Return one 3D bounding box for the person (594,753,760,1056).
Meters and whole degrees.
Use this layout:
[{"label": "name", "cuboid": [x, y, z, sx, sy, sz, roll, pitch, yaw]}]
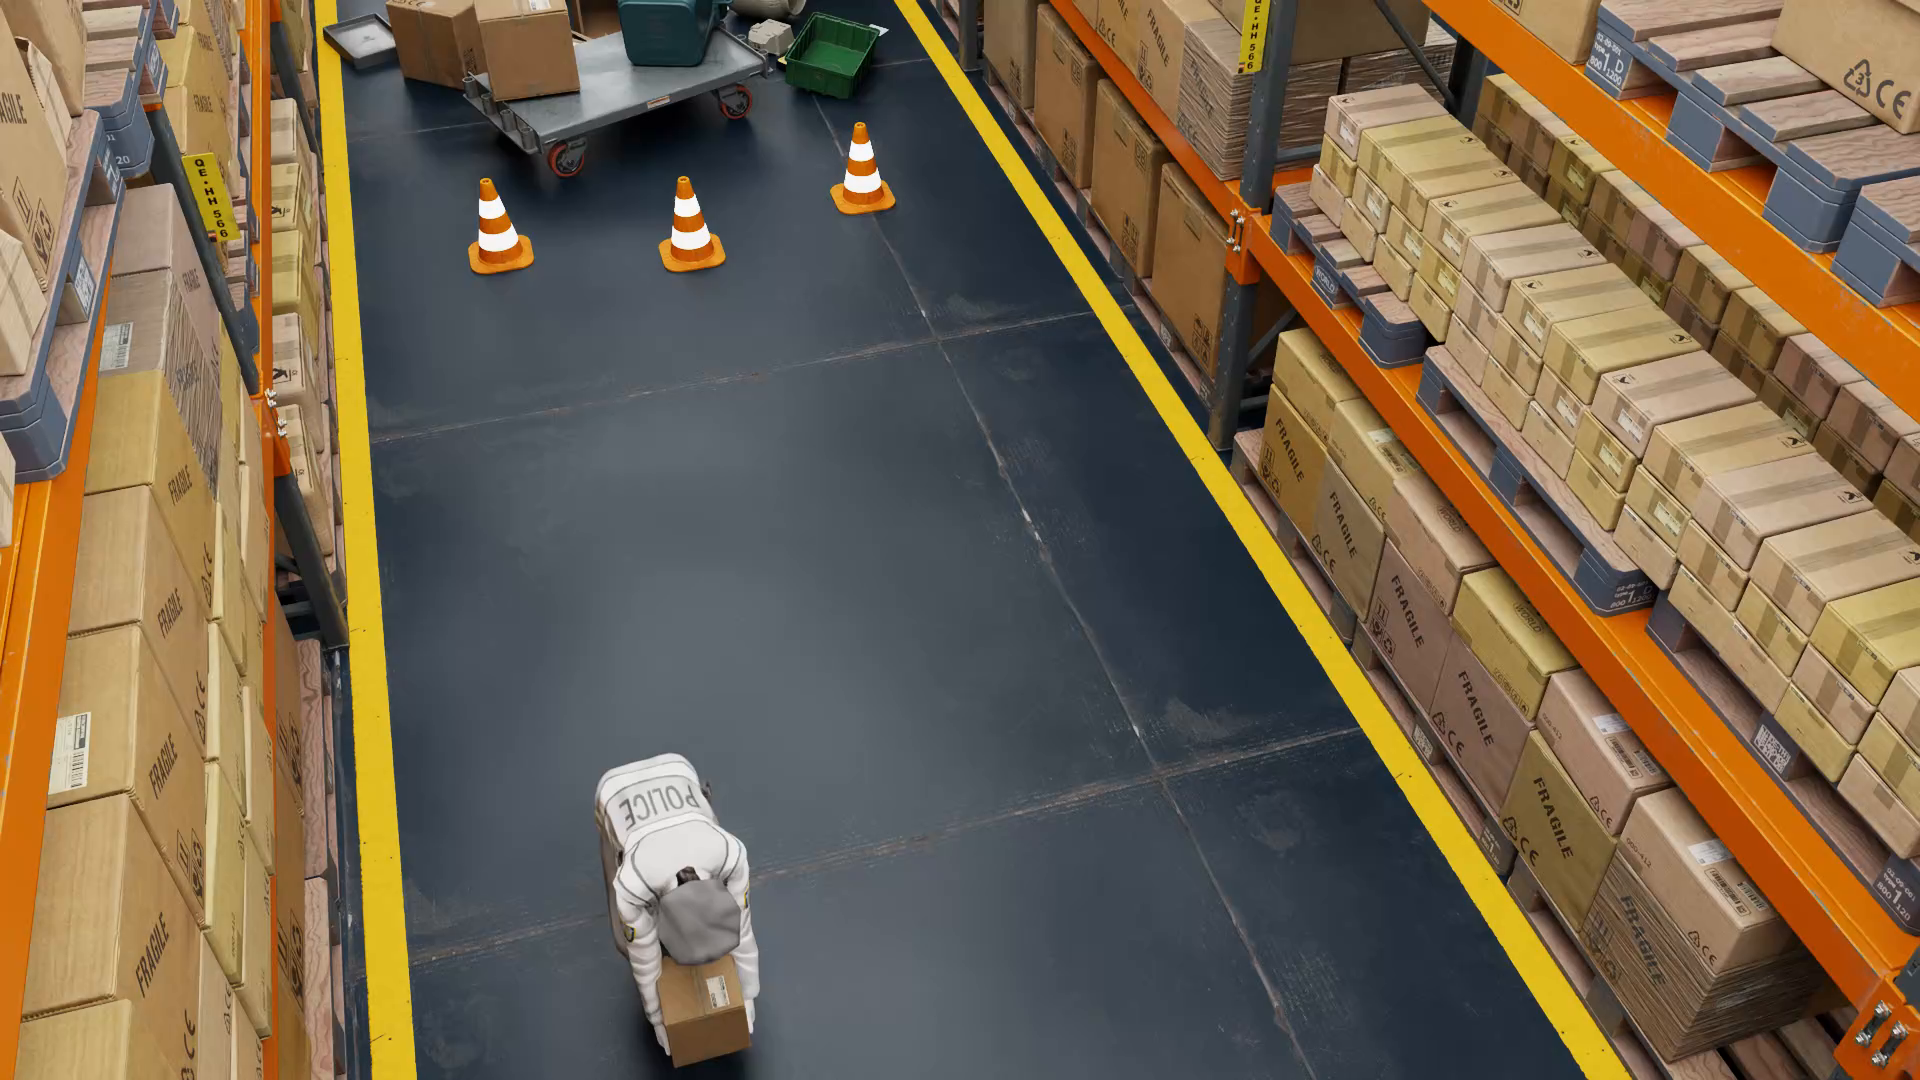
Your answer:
[{"label": "person", "cuboid": [-0.904, 1.183, 5.367, 0.448, 0.995, 0.911, -14, 44, -15]}]
